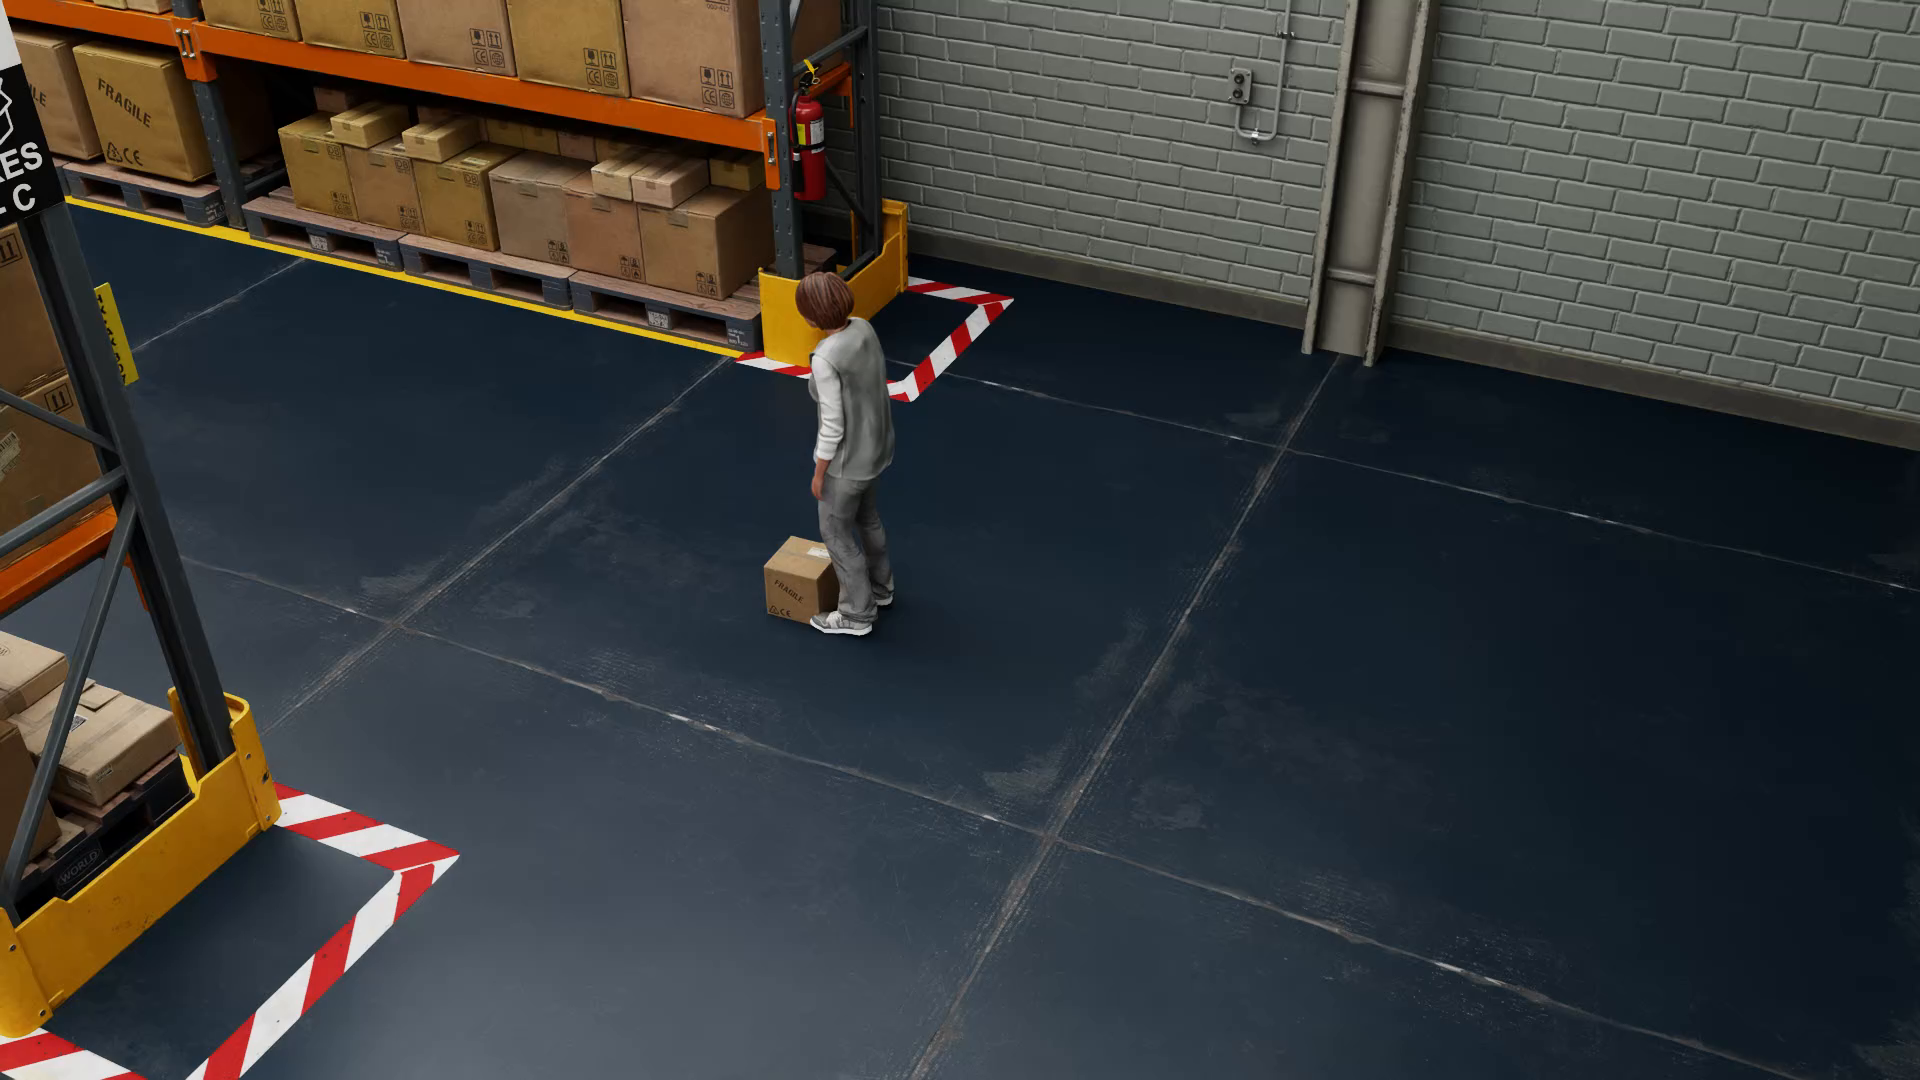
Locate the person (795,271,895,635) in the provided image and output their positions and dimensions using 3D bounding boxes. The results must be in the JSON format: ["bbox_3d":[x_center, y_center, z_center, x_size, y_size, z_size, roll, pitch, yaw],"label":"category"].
[{"bbox_3d":[-0.445,-0.330,6.639,0.349,1.592,0.466,14,37,20],"label":"person"}]
